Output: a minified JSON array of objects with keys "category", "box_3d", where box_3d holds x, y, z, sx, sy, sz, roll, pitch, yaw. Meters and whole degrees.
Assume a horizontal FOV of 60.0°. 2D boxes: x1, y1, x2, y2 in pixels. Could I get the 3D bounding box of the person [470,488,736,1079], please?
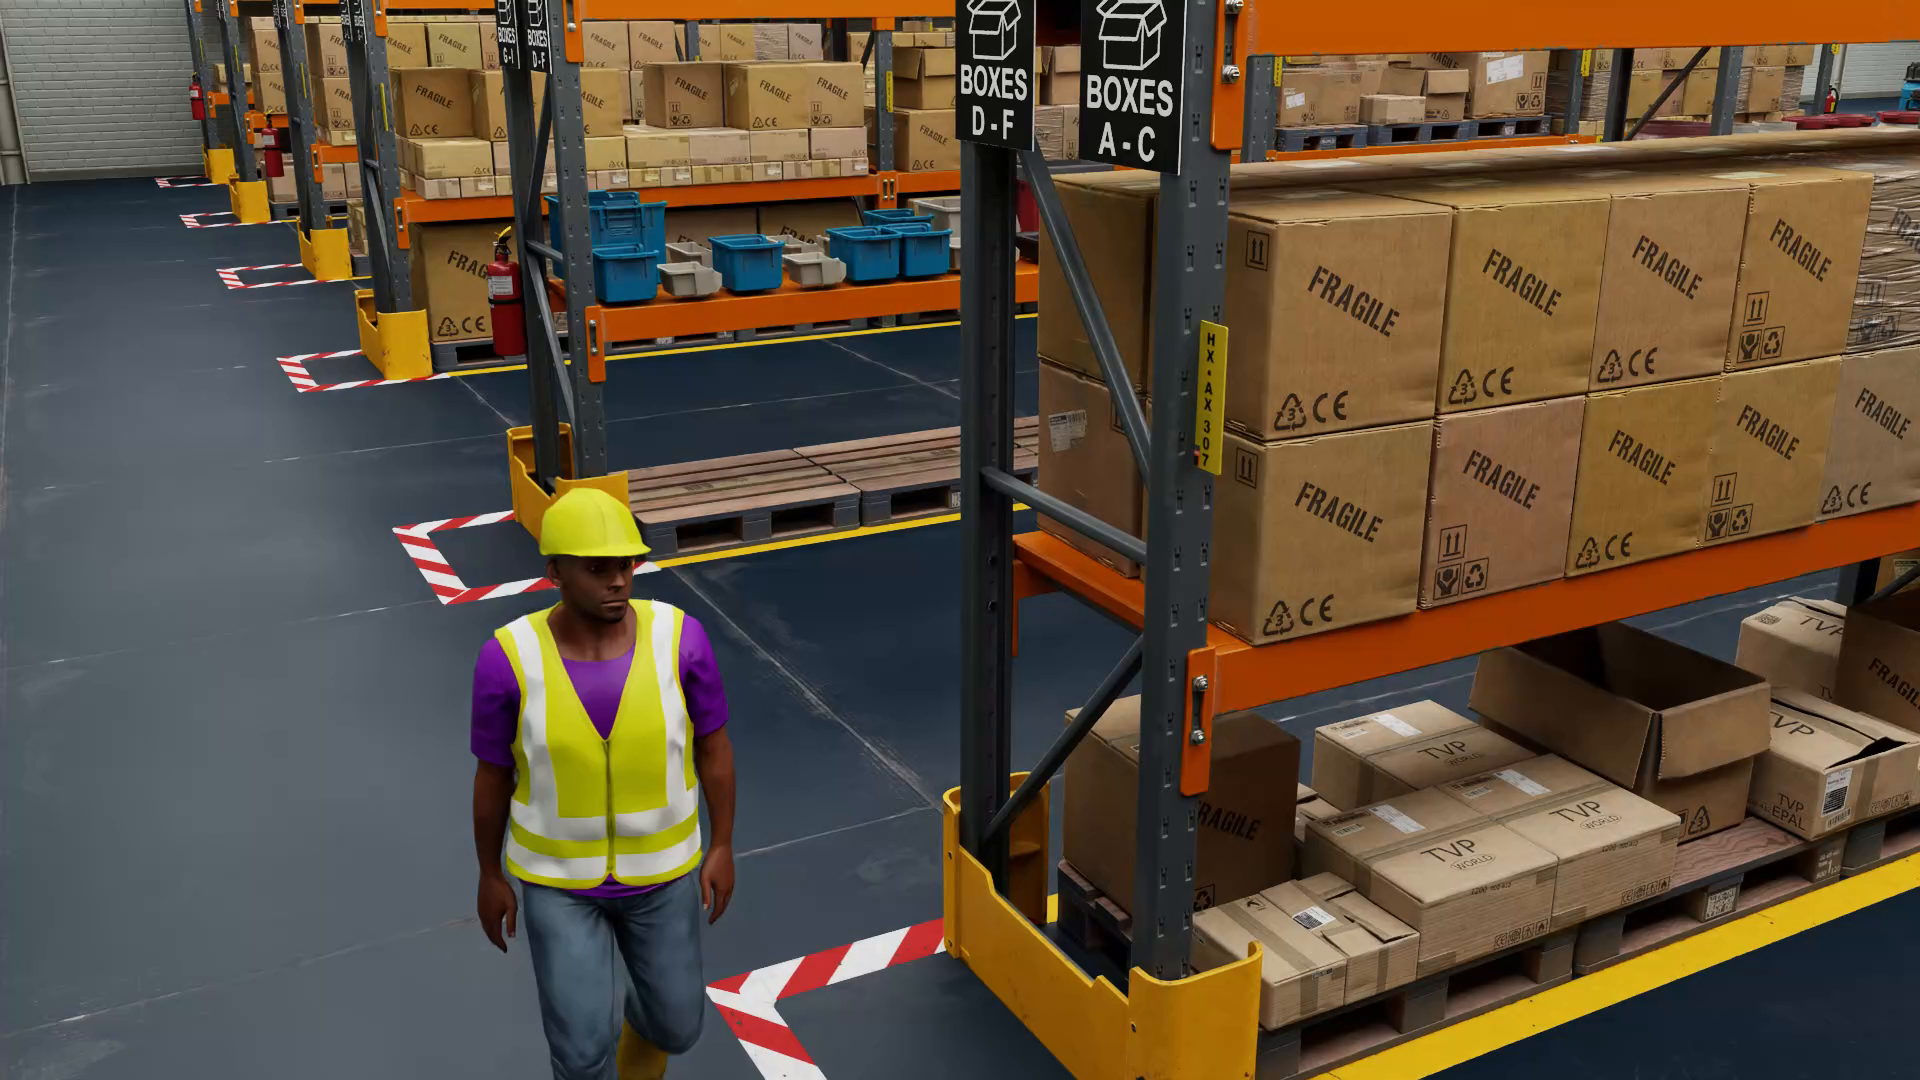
[{"category":"person","box_3d":[5.138,-1.124,9.385,15.404,1.745,8.535,-6,19,-16]}]
